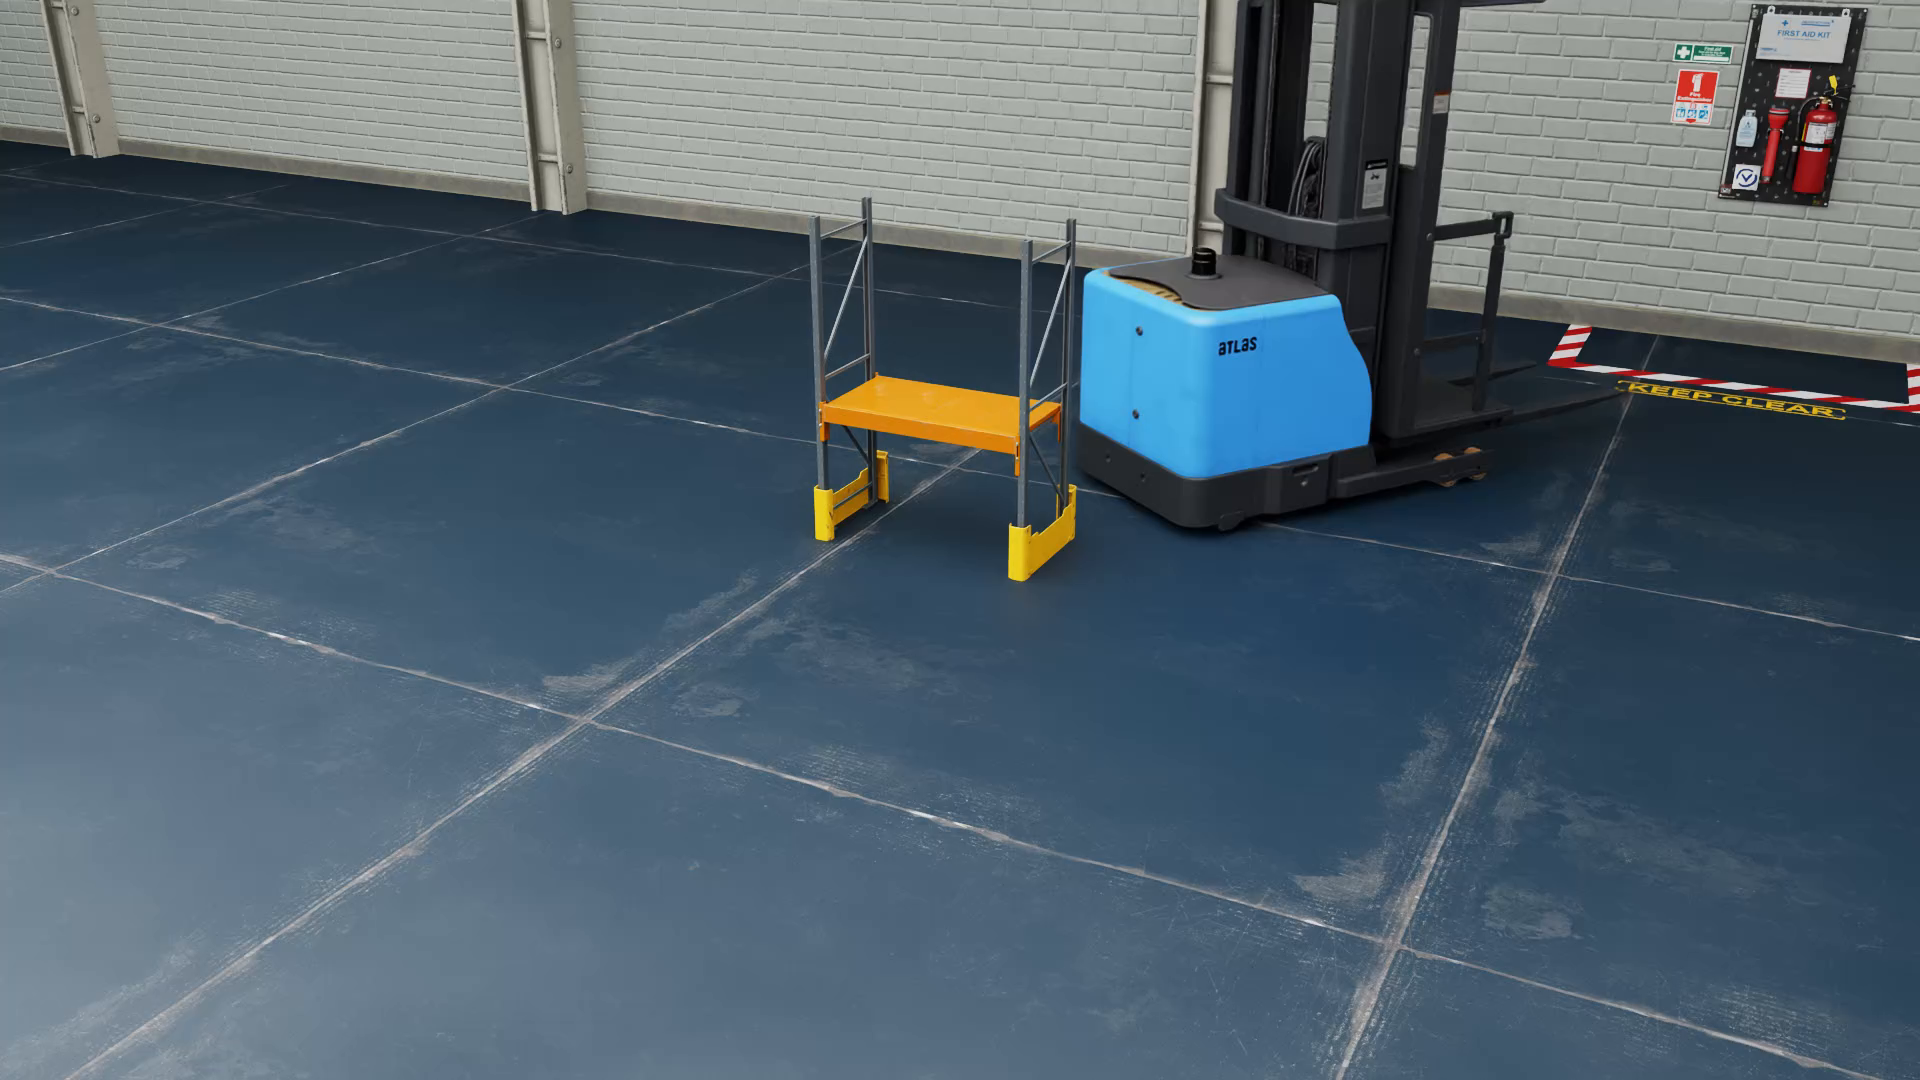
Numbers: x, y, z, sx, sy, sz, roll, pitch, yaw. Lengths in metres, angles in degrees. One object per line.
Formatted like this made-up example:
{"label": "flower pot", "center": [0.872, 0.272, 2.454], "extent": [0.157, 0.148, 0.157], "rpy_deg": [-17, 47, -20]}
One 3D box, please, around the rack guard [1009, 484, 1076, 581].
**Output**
{"label": "rack guard", "center": [0.376, -0.041, 7.526], "extent": [0.087, 0.250, 0.587], "rpy_deg": [11, 25, 25]}

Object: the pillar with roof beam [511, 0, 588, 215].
{"label": "pillar with roof beam", "center": [-5.440, -5.535, 9.266], "extent": [0.400, 9.000, 9.100], "rpy_deg": [11, 25, 25]}

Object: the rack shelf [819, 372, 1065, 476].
{"label": "rack shelf", "center": [-0.076, -0.540, 7.562], "extent": [1.000, 0.185, 0.538], "rpy_deg": [11, 25, 25]}

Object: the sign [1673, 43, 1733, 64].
{"label": "sign", "center": [4.577, -2.998, 10.244], "extent": [0.331, 0.109, 0.001], "rpy_deg": [11, 25, 25]}

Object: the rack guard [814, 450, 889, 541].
{"label": "rack guard", "center": [-0.512, -0.216, 7.940], "extent": [0.087, 0.250, 0.587], "rpy_deg": [11, 25, 25]}

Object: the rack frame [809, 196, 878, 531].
{"label": "rack frame", "center": [-0.530, -0.795, 7.703], "extent": [0.032, 1.500, 0.500], "rpy_deg": [11, 25, 25]}

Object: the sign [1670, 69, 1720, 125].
{"label": "sign", "center": [4.577, -2.758, 10.357], "extent": [0.234, 0.329, 0.001], "rpy_deg": [11, 25, 25]}

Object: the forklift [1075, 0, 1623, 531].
{"label": "forklift", "center": [2.132, -1.785, 8.202], "extent": [3.031, 2.935, 1.130], "rpy_deg": [-12, 26, -26]}

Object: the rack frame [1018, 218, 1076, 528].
{"label": "rack frame", "center": [0.378, -0.615, 7.281], "extent": [0.032, 1.500, 0.500], "rpy_deg": [11, 25, 25]}

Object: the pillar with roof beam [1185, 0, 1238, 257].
{"label": "pillar with roof beam", "center": [-0.085, -4.475, 6.774], "extent": [0.400, 9.000, 9.100], "rpy_deg": [11, 25, 25]}

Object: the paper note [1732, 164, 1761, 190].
{"label": "paper note", "center": [4.897, -2.258, 10.353], "extent": [0.142, 0.148, 0.016], "rpy_deg": [11, 25, 25]}

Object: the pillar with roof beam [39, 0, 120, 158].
{"label": "pillar with roof beam", "center": [-10.794, -6.594, 11.757], "extent": [0.400, 9.000, 9.100], "rpy_deg": [11, 25, 25]}

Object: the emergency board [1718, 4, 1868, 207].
{"label": "emergency board", "center": [5.024, -2.608, 10.050], "extent": [0.643, 1.169, 0.194], "rpy_deg": [11, 25, 25]}

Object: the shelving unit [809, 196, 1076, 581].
{"label": "shelving unit", "center": [-0.068, -0.704, 7.488], "extent": [1.083, 1.500, 0.587], "rpy_deg": [11, 25, 25]}
